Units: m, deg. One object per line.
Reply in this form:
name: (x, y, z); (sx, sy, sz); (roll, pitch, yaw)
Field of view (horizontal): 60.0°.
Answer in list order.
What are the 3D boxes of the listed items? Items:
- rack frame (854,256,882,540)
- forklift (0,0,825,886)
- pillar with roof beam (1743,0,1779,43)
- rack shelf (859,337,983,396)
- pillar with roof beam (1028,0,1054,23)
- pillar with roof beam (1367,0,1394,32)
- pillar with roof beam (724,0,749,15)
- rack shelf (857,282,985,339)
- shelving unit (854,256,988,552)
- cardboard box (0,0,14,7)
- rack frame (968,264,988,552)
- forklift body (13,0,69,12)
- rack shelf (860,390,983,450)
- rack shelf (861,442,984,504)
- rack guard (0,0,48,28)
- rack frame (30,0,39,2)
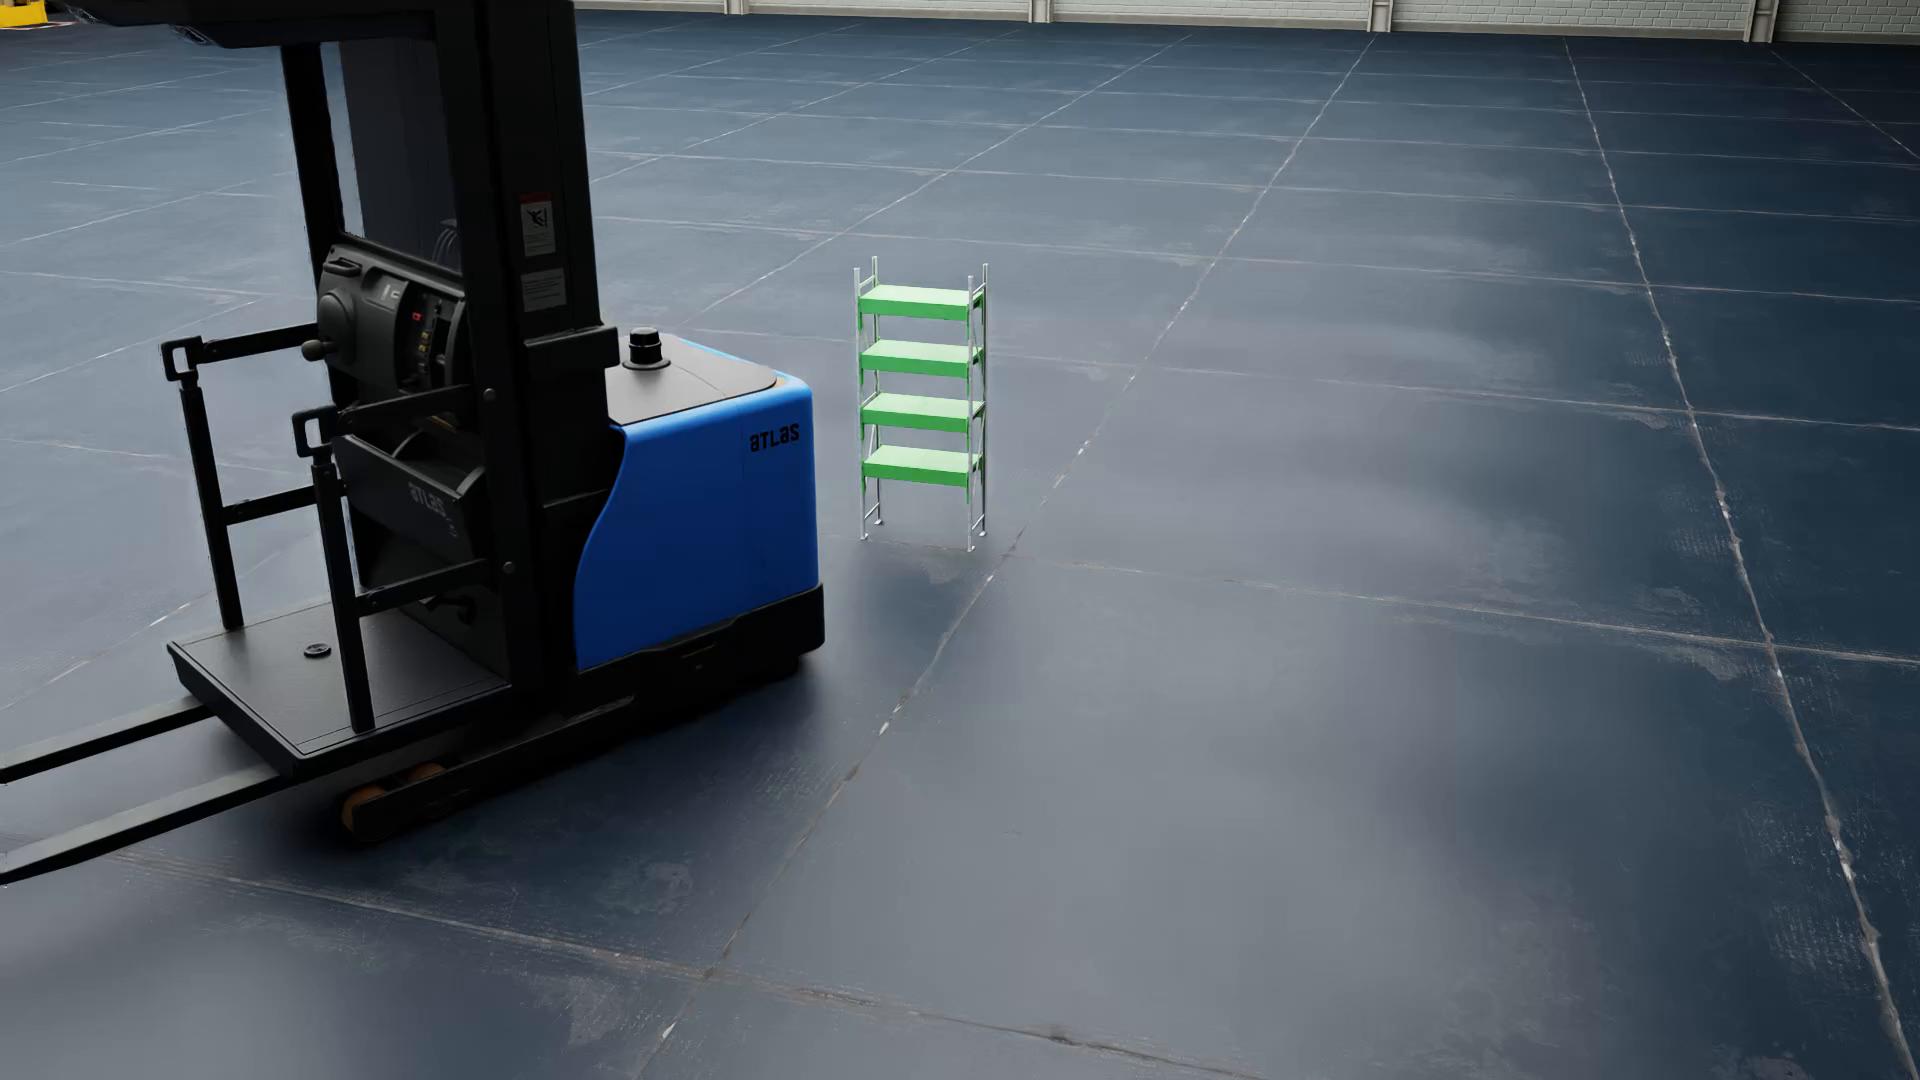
rack frame: (-0.392, -0.600, 7.152); (0.015, 1.200, 0.240); (7, 23, 16)
forklift: (-1.920, -0.664, 5.027); (3.031, 2.935, 1.130); (-20, 29, -39)
pillar with roof beam: (11.721, -10.709, 21.519); (0.400, 9.000, 9.100); (7, 23, 16)
rack shelf: (-0.158, -0.736, 7.020); (0.480, 0.148, 0.258); (7, 23, 16)
pillar with roof beam: (0.232, -12.024, 24.726); (0.400, 9.000, 9.100); (7, 23, 16)
pillar with roof beam: (5.976, -11.366, 23.123); (0.400, 9.000, 9.100); (7, 23, 16)
pillar with roof beam: (-5.512, -12.682, 26.329); (0.400, 9.000, 9.100); (7, 23, 16)
rack shelf: (-0.158, -0.958, 6.929); (0.480, 0.148, 0.258); (7, 23, 16)
shelving unit: (-0.158, -0.573, 7.087); (0.503, 1.200, 0.258); (7, 23, 16)
cardboard box: (-17.473, -9.689, 30.009); (0.500, 0.250, 0.500); (6, 23, 15)
rack frame: (0.075, -0.547, 7.021); (0.015, 1.200, 0.240); (7, 23, 16)
forklift body: (-17.693, -11.535, 32.556); (1.214, 2.155, 2.313); (7, 23, 16)
rack shelf: (-0.158, -0.514, 7.111); (0.480, 0.148, 0.258); (7, 23, 16)
rack shelf: (-0.158, -0.292, 7.202); (0.480, 0.148, 0.258); (7, 23, 16)
rack guard: (-16.854, -9.430, 29.601); (0.348, 0.500, 1.175); (7, 23, 16)
rack frame: (-16.781, -10.578, 29.106); (0.127, 3.000, 1.000); (7, 23, 16)
